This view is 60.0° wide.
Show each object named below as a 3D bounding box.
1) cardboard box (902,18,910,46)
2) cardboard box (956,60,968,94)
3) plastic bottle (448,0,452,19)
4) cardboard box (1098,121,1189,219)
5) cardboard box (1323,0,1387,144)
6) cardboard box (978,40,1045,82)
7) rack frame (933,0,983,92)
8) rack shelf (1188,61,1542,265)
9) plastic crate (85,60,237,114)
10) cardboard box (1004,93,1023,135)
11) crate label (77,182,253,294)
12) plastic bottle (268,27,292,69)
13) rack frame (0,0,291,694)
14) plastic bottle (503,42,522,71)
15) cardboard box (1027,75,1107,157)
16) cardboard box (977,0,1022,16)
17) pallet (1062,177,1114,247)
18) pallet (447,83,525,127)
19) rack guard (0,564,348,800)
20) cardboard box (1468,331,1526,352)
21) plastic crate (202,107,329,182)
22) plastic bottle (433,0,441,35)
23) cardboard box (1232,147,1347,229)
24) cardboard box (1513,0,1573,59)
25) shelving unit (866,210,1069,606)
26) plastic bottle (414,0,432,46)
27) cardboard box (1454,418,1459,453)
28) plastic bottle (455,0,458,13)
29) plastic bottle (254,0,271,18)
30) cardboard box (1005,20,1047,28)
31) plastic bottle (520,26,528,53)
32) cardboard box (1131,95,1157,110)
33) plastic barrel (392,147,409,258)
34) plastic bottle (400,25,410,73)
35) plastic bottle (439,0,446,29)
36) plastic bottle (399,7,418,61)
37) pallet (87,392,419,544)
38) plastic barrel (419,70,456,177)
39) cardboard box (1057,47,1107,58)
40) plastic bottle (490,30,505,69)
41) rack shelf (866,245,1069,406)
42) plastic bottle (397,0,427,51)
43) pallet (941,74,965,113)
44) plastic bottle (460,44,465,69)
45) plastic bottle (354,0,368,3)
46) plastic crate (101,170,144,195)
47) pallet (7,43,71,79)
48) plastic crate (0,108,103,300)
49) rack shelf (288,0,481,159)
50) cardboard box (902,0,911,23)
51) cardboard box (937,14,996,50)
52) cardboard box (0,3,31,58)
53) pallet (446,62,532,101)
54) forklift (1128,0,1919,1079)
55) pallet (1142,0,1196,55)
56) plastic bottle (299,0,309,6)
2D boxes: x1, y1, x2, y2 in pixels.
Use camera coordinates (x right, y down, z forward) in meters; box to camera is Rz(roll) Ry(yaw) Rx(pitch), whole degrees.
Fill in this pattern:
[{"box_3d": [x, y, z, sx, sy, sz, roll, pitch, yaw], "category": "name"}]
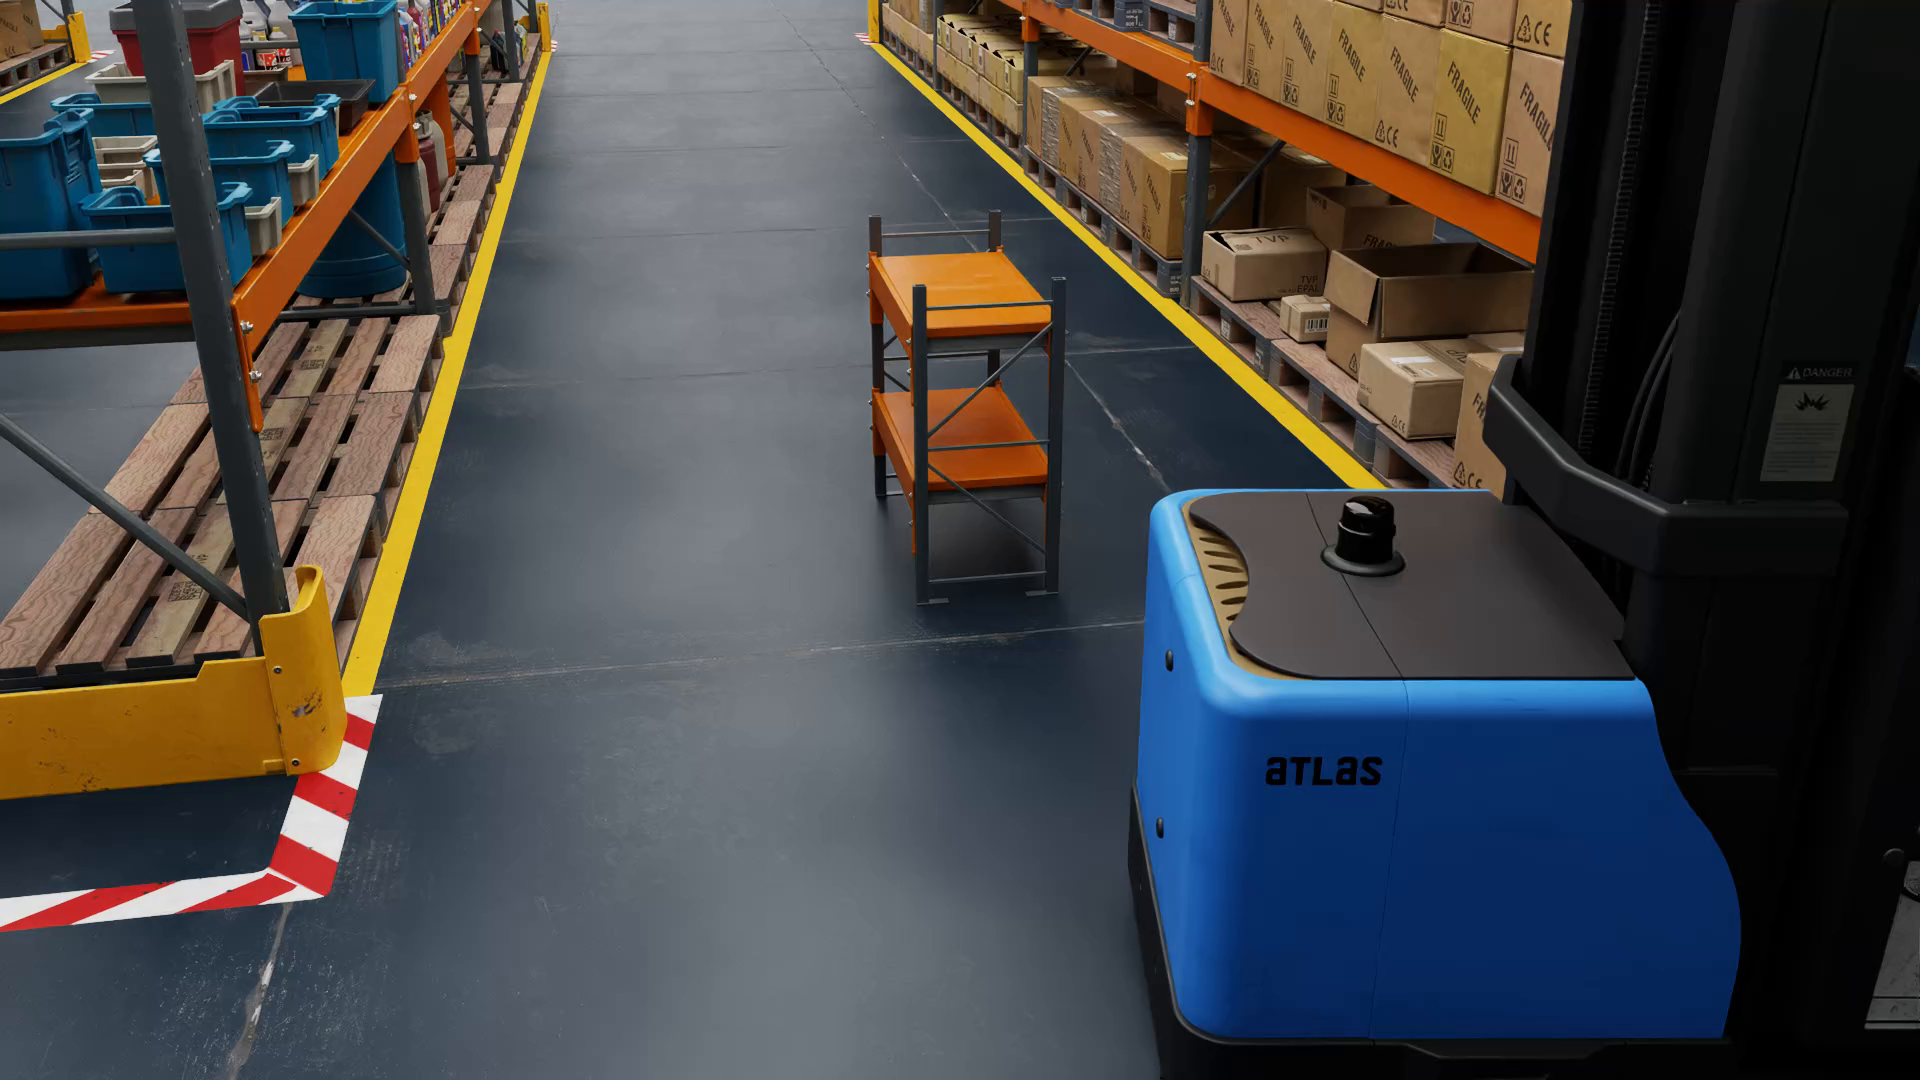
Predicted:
[{"box_3d": [-0.343, -5.521, 18.054, 0.500, 0.250, 0.500, -4, 24, -10], "category": "cardboard box"}, {"box_3d": [0.263, -4.183, 14.991, 0.500, 0.250, 0.500, -5, 24, -11], "category": "cardboard box"}, {"box_3d": [-3.295, -3.423, 10.588, 0.097, 0.201, 0.097, 0, 24, 0], "category": "plastic bottle"}, {"box_3d": [1.171, -2.307, 10.358, 0.500, 0.500, 0.500, -4, 24, -9], "category": "cardboard box"}, {"box_3d": [1.829, -1.913, 6.757, 0.500, 0.500, 0.500, -5, 24, -10], "category": "cardboard box"}, {"box_3d": [0.448, -4.039, 13.960, 0.500, 0.311, 0.500, -4, 24, -10], "category": "cardboard box"}, {"box_3d": [0.240, -5.833, 15.857, 1.000, 3.000, 0.127, -4, 24, -10], "category": "rack frame"}, {"box_3d": [2.089, -1.570, 6.995, 1.077, 0.370, 4.000, -4, 24, -10], "category": "rack shelf"}, {"box_3d": [-3.048, -1.680, 6.421, 0.437, 0.282, 0.530, -4, 24, -10], "category": "plastic crate"}, {"box_3d": [0.643, -3.380, 13.153, 0.500, 0.250, 0.500, -4, 24, -8], "category": "cardboard box"}, {"box_3d": [-2.132, -0.820, 4.513, 0.416, 0.233, 0.303, -4, 24, -10], "category": "crate label"}, {"box_3d": [-3.488, -2.521, 8.523, 0.097, 0.201, 0.097, 0, 24, 0], "category": "plastic bottle"}, {"box_3d": [-2.410, -0.747, 4.214, 1.000, 3.000, 0.127, -4, 24, -10], "category": "rack frame"}, {"box_3d": [-4.344, -4.704, 16.126, 0.152, 0.276, 0.135, -3, 24, -8], "category": "plastic bottle"}, {"box_3d": [0.783, -3.115, 12.208, 0.500, 0.500, 0.500, -3, 24, -7], "category": "cardboard box"}, {"box_3d": [0.462, -5.314, 16.644, 0.500, 0.500, 0.500, -4, 24, -10], "category": "cardboard box"}, {"box_3d": [1.303, -2.206, 11.037, 1.003, 0.211, 1.213, -4, 24, -10], "category": "pallet"}, {"box_3d": [-4.445, -3.884, 14.878, 1.003, 0.211, 1.213, -4, 24, -10], "category": "pallet"}, {"box_3d": [-2.393, 0.407, 4.694, 1.175, 0.500, 0.348, -4, 24, -10], "category": "rack guard"}, {"box_3d": [2.452, -0.682, 6.950, 0.500, 0.250, 0.500, -4, 24, -10], "category": "cardboard box"}, {"box_3d": [-2.375, -1.338, 5.699, 0.416, 0.233, 0.300, -4, 24, -10], "category": "plastic crate"}, {"box_3d": [-3.125, -3.138, 9.834, 0.061, 0.283, 0.133, -4, 24, -10], "category": "plastic bottle"}, {"box_3d": [1.869, -1.950, 9.541, 0.500, 0.500, 0.500, -5, 24, -12], "category": "cardboard box"}, {"box_3d": [2.106, -1.771, 5.184, 0.500, 0.500, 0.500, -5, 24, -10], "category": "cardboard box"}, {"box_3d": [0.001, -0.513, 6.019, 0.538, 1.125, 1.048, -4, 24, -10], "category": "shelving unit"}, {"box_3d": [-3.075, -2.930, 9.365, 0.152, 0.276, 0.135, -4, 24, -10], "category": "plastic bottle"}, {"box_3d": [2.130, -0.377, 6.356, 0.380, 0.166, 0.250, -4, 24, -10], "category": "cardboard box"}, {"box_3d": [-3.352, -3.622, 10.942, 0.061, 0.283, 0.133, -4, 24, -10], "category": "plastic bottle"}, {"box_3d": [-3.675, -2.708, 8.765, 0.144, 0.351, 0.185, -4, 24, -10], "category": "plastic bottle"}, {"box_3d": [0.699, -4.680, 15.427, 0.500, 0.311, 0.500, -4, 24, -8], "category": "cardboard box"}, {"box_3d": [-4.578, -5.203, 17.269, 0.152, 0.276, 0.135, -4, 24, -9], "category": "plastic bottle"}, {"box_3d": [1.479, -2.761, 11.398, 0.500, 0.500, 0.500, -5, 24, -12], "category": "cardboard box"}, {"box_3d": [-3.364, -2.045, 9.282, 0.600, 0.901, 0.708, -4, 24, -10], "category": "plastic barrel"}, {"box_3d": [-2.823, -2.496, 8.362, 0.061, 0.283, 0.133, -4, 24, -10], "category": "plastic bottle"}, {"box_3d": [-3.184, -3.264, 10.120, 0.061, 0.283, 0.133, -4, 24, -10], "category": "plastic bottle"}, {"box_3d": [-2.923, -2.664, 8.762, 0.097, 0.271, 0.097, 0, 24, 0], "category": "plastic bottle"}, {"box_3d": [-2.746, -0.276, 6.617, 1.003, 0.211, 1.213, -4, 24, -10], "category": "pallet"}, {"box_3d": [-3.782, -2.901, 11.331, 0.600, 0.830, 0.708, -4, 24, -10], "category": "plastic barrel"}, {"box_3d": [1.066, -3.882, 13.602, 0.500, 0.311, 0.500, -5, 24, -11], "category": "cardboard box"}, {"box_3d": [-4.512, -4.793, 16.236, 0.144, 0.351, 0.185, -4, 24, -10], "category": "plastic bottle"}, {"box_3d": [0.001, -0.781, 5.902, 0.538, 0.278, 1.000, -4, 24, -10], "category": "rack shelf"}, {"box_3d": [-3.032, -2.838, 9.156, 0.152, 0.276, 0.135, -4, 24, -10], "category": "plastic bottle"}, {"box_3d": [0.415, -4.268, 15.758, 1.003, 0.211, 1.213, -4, 24, -10], "category": "pallet"}, {"box_3d": [-4.926, -4.749, 16.230, 0.152, 0.276, 0.135, -4, 24, -10], "category": "plastic bottle"}, {"box_3d": [-3.977, -3.654, 11.024, 0.152, 0.276, 0.135, -4, 24, -10], "category": "plastic bottle"}, {"box_3d": [-2.778, -1.076, 5.221, 0.396, 0.136, 0.243, -4, 24, -10], "category": "plastic crate"}, {"box_3d": [-10.106, -5.044, 17.536, 1.003, 0.211, 1.213, -4, 24, -10], "category": "pallet"}, {"box_3d": [-2.655, -0.909, 4.464, 0.616, 0.435, 0.499, -4, 24, -10], "category": "plastic crate"}, {"box_3d": [-3.519, -2.778, 9.761, 1.077, 0.370, 4.000, -4, 24, -10], "category": "rack shelf"}, {"box_3d": [-0.344, -5.864, 17.903, 0.500, 0.500, 0.500, -4, 24, -10], "category": "cardboard box"}, {"box_3d": [0.072, -4.841, 15.796, 0.500, 0.311, 0.500, -4, 24, -10], "category": "cardboard box"}, {"box_3d": [-9.993, -5.242, 17.102, 0.500, 0.500, 0.500, 2, 24, 4], "category": "cardboard box"}, {"box_3d": [-4.712, -4.457, 16.191, 1.003, 0.211, 1.213, -4, 24, -10], "category": "pallet"}, {"box_3d": [1.940, -0.290, 3.253, 3.031, 2.935, 1.130, 0, 24, 0], "category": "forklift"}, {"box_3d": [1.679, -2.920, 9.429, 1.003, 0.211, 1.213, -4, 24, -10], "category": "pallet"}, {"box_3d": [-3.649, -2.896, 9.293, 0.097, 0.271, 0.097, 0, 24, 0], "category": "plastic bottle"}]
